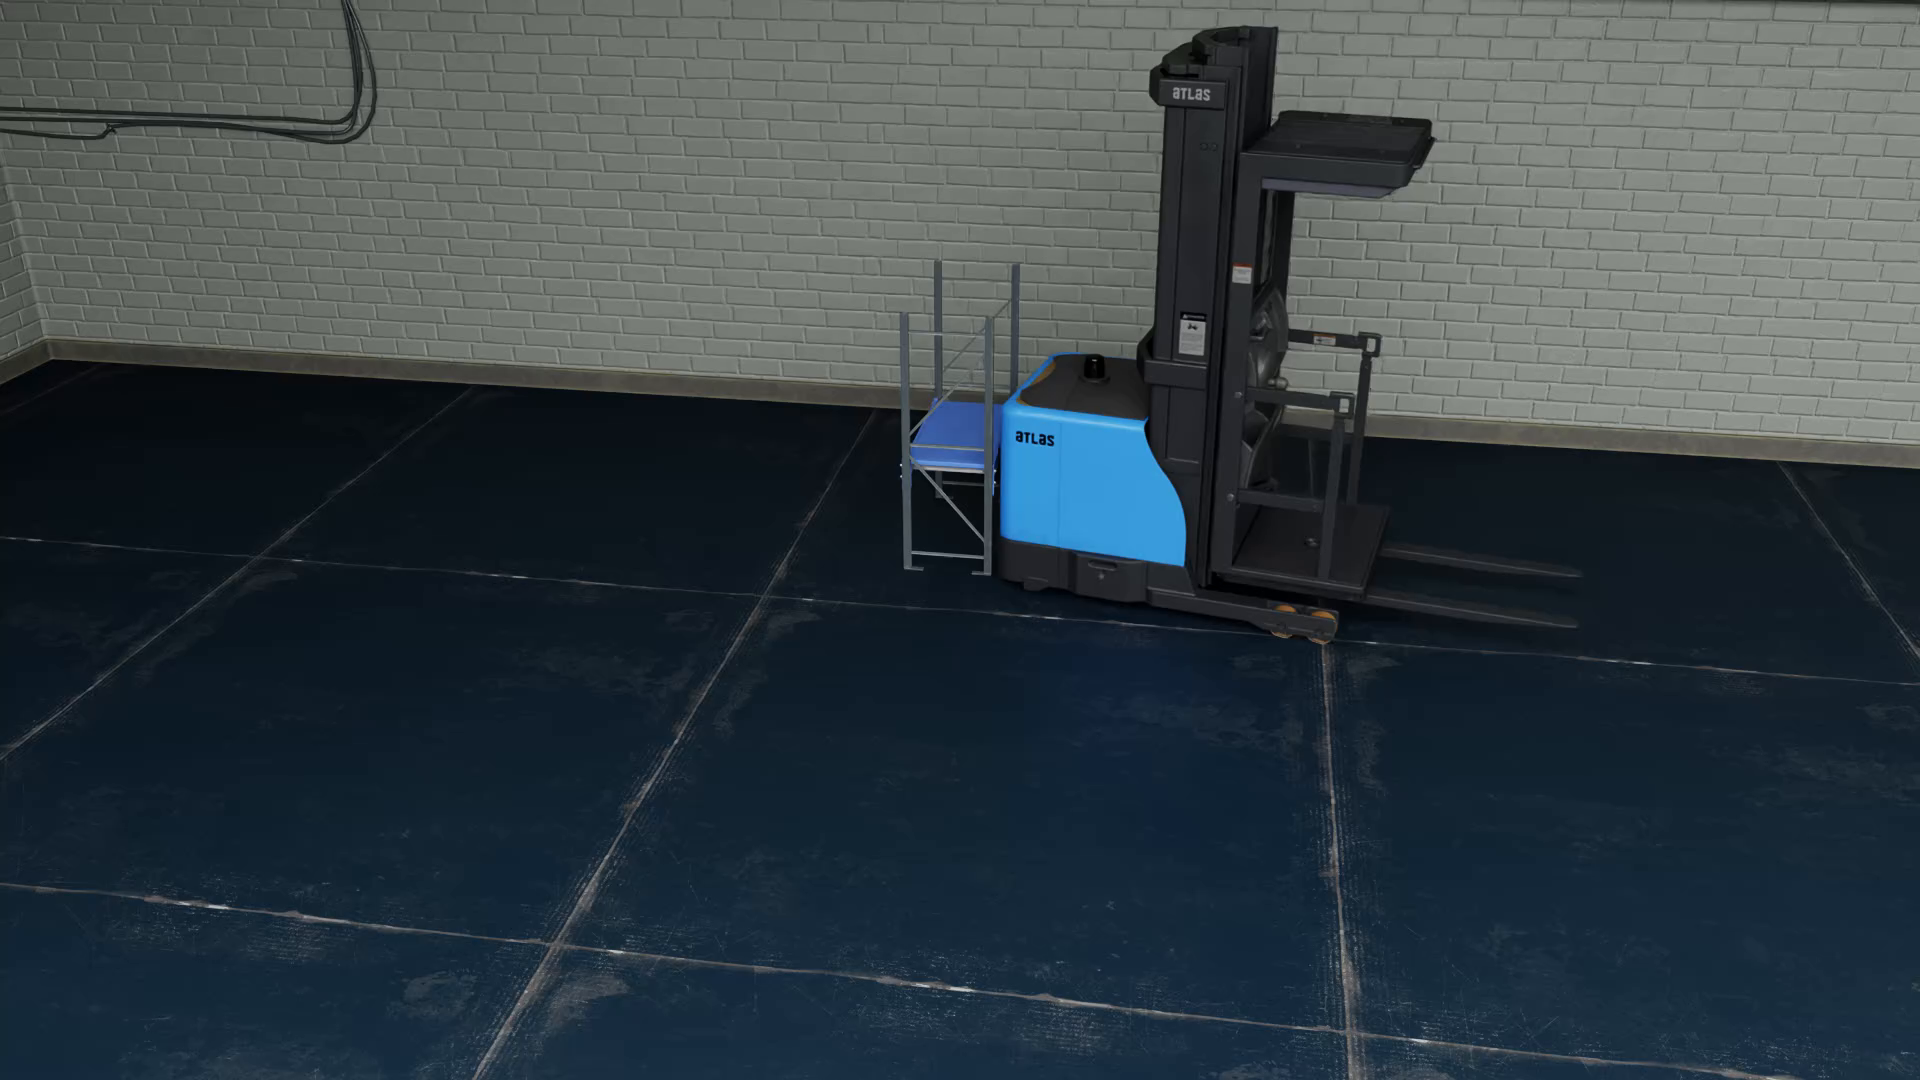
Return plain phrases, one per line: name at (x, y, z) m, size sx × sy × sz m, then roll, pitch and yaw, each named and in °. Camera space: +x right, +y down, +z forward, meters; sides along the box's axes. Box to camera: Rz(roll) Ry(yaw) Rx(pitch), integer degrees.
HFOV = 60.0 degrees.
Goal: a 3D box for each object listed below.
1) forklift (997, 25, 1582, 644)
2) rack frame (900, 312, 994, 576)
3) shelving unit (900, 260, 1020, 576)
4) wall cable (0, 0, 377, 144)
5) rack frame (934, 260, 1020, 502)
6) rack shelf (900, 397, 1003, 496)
forklift at (1.776, -1.044, 8.523) m, size 3.031 × 2.935 × 1.130 m, roll 9°, pitch 26°, yaw 18°
rack frame at (-0.069, -0.502, 9.054) m, size 0.500 × 1.500 × 0.032 m, roll 4°, pitch 25°, yaw 9°
shelving unit at (0.014, -0.715, 9.508) m, size 0.538 × 1.500 × 1.048 m, roll 4°, pitch 25°, yaw 9°
wall cable at (-5.519, -3.940, 11.216) m, size 3.097 × 2.526 × 0.112 m, roll 4°, pitch 25°, yaw 9°
rack frame at (0.097, -0.928, 9.962) m, size 0.500 × 1.500 × 0.032 m, roll 4°, pitch 25°, yaw 9°
rack shelf at (0.014, -0.552, 9.585) m, size 0.538 × 0.185 × 1.000 m, roll 4°, pitch 25°, yaw 9°
